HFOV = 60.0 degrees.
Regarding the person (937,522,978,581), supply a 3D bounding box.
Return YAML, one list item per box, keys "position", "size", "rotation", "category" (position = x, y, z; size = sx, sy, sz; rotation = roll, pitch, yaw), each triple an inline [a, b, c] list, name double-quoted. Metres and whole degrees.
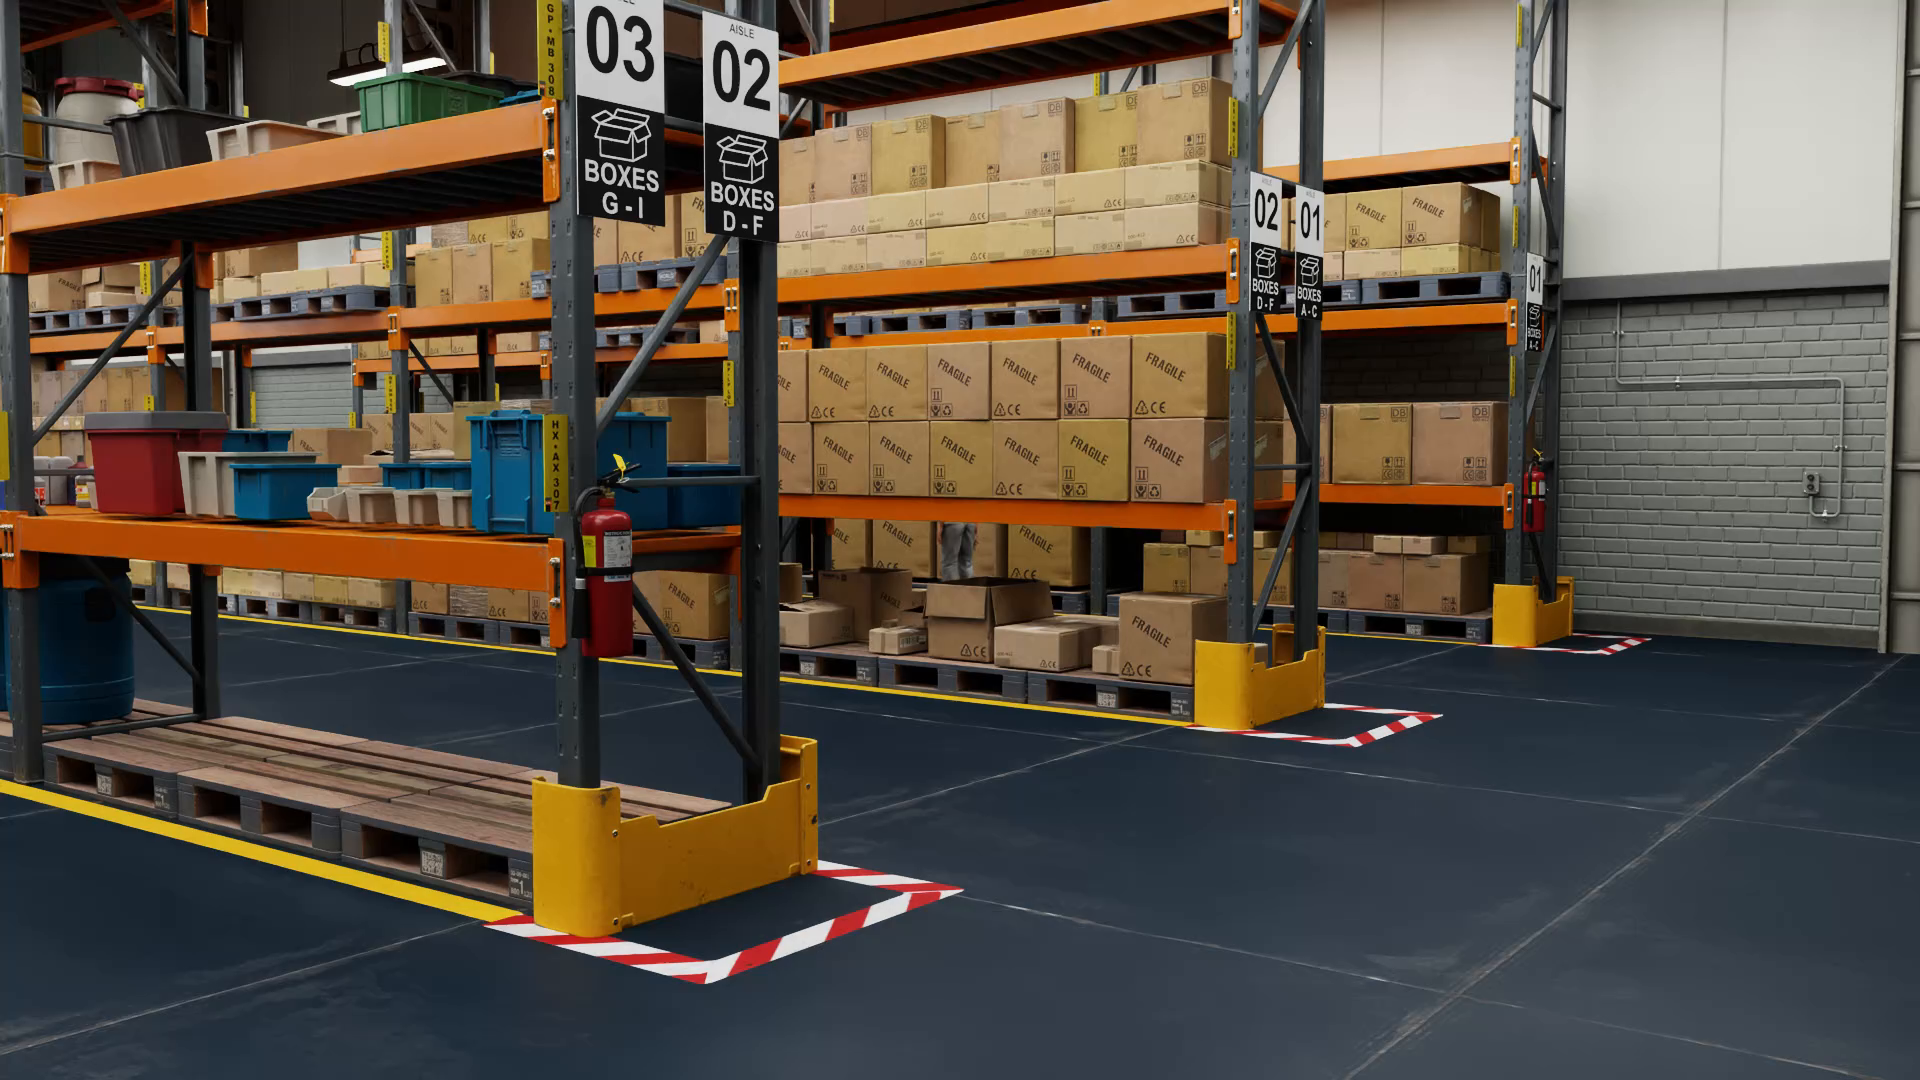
- position: [-0.049, -0.106, 15.731]
  size: [0.464, 1.696, 0.502]
  rotation: [3, 5, 44]
  category: "person"
